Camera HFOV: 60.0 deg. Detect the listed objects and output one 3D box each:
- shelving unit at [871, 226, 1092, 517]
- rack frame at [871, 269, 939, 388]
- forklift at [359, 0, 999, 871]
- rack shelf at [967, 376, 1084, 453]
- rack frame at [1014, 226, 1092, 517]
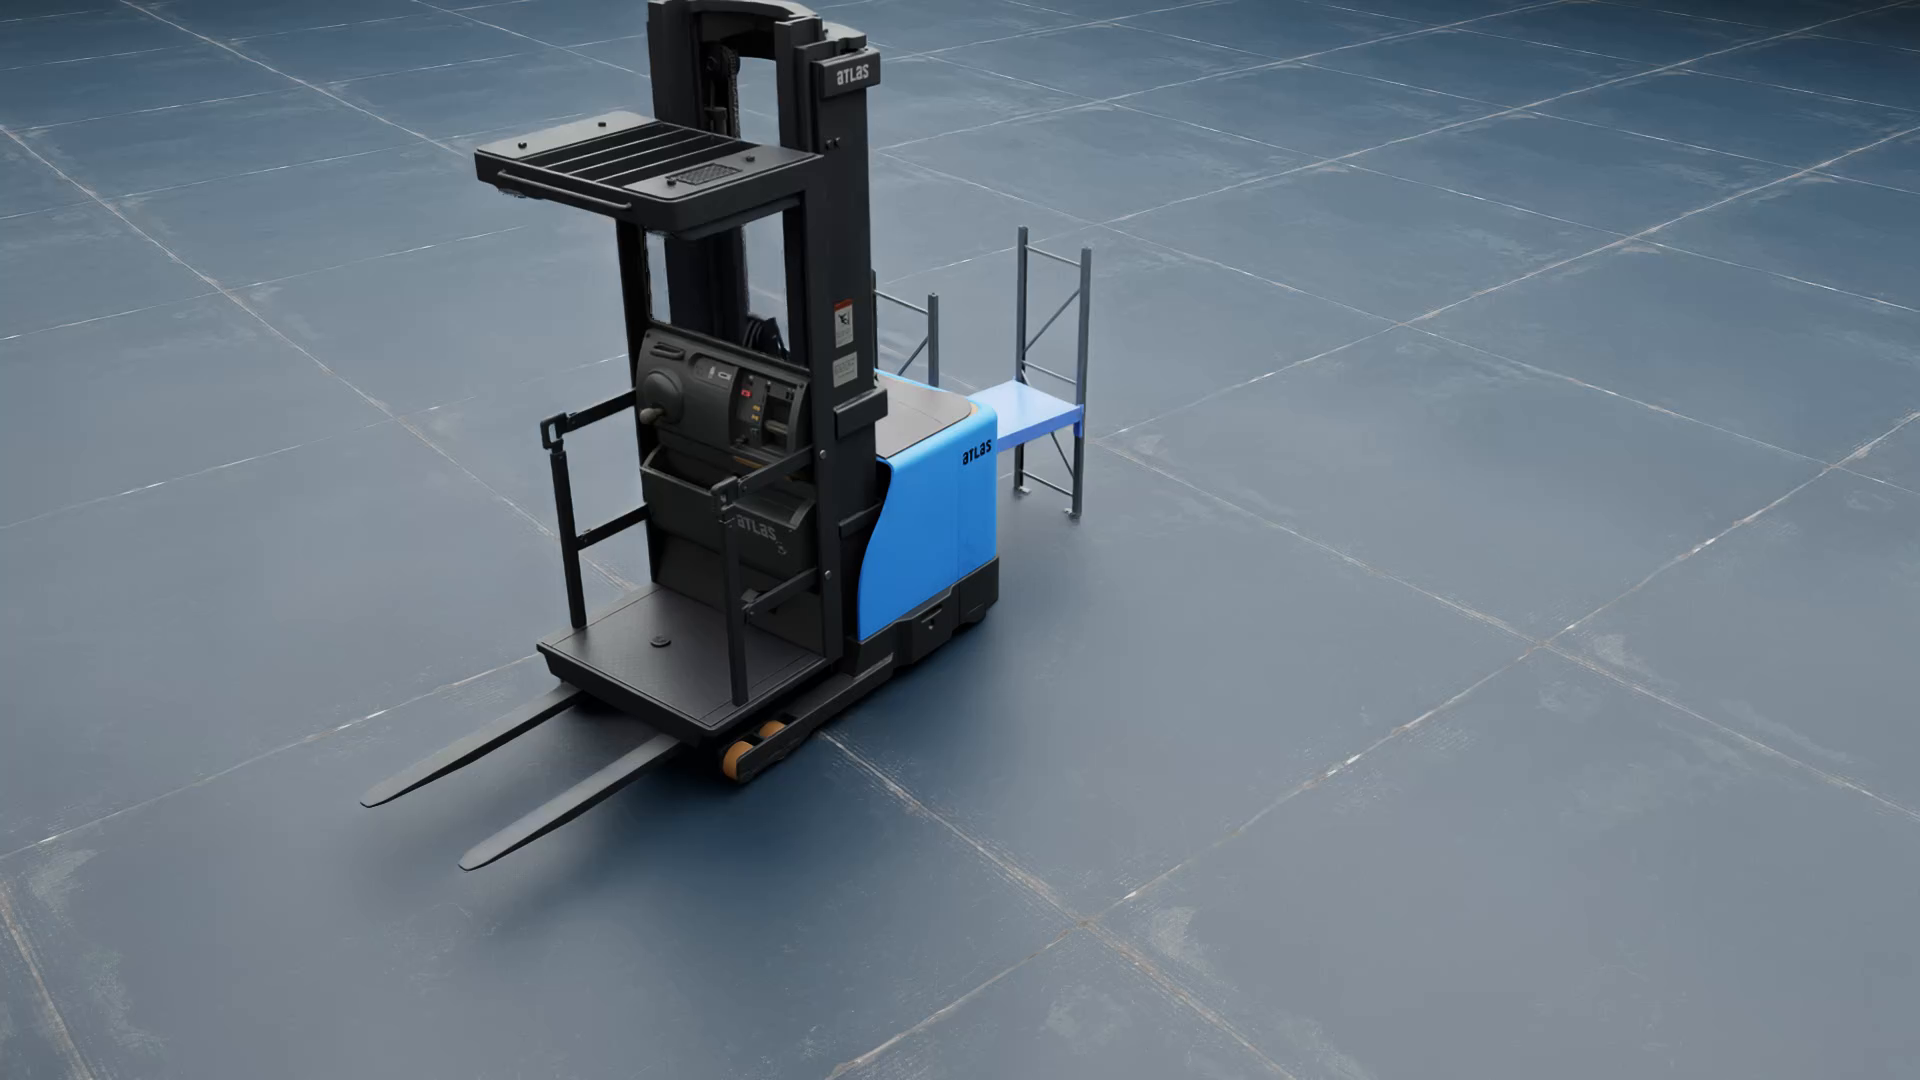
[{"bbox_3d":[0.101,-0.717,8.500,1.048,1.500,0.538,-23,36,-36],"label":"shelving unit"},{"bbox_3d":[-0.277,-0.556,8.200,0.032,1.500,0.500,-23,36,-36],"label":"rack frame"},{"bbox_3d":[-1.116,-0.555,6.678,1.130,2.935,3.031,20,34,33],"label":"forklift"},{"bbox_3d":[0.101,-0.558,8.584,1.000,0.185,0.538,-23,36,-36],"label":"rack shelf"},{"bbox_3d":[0.479,-0.877,8.799,0.032,1.500,0.500,-23,36,-36],"label":"rack frame"}]
